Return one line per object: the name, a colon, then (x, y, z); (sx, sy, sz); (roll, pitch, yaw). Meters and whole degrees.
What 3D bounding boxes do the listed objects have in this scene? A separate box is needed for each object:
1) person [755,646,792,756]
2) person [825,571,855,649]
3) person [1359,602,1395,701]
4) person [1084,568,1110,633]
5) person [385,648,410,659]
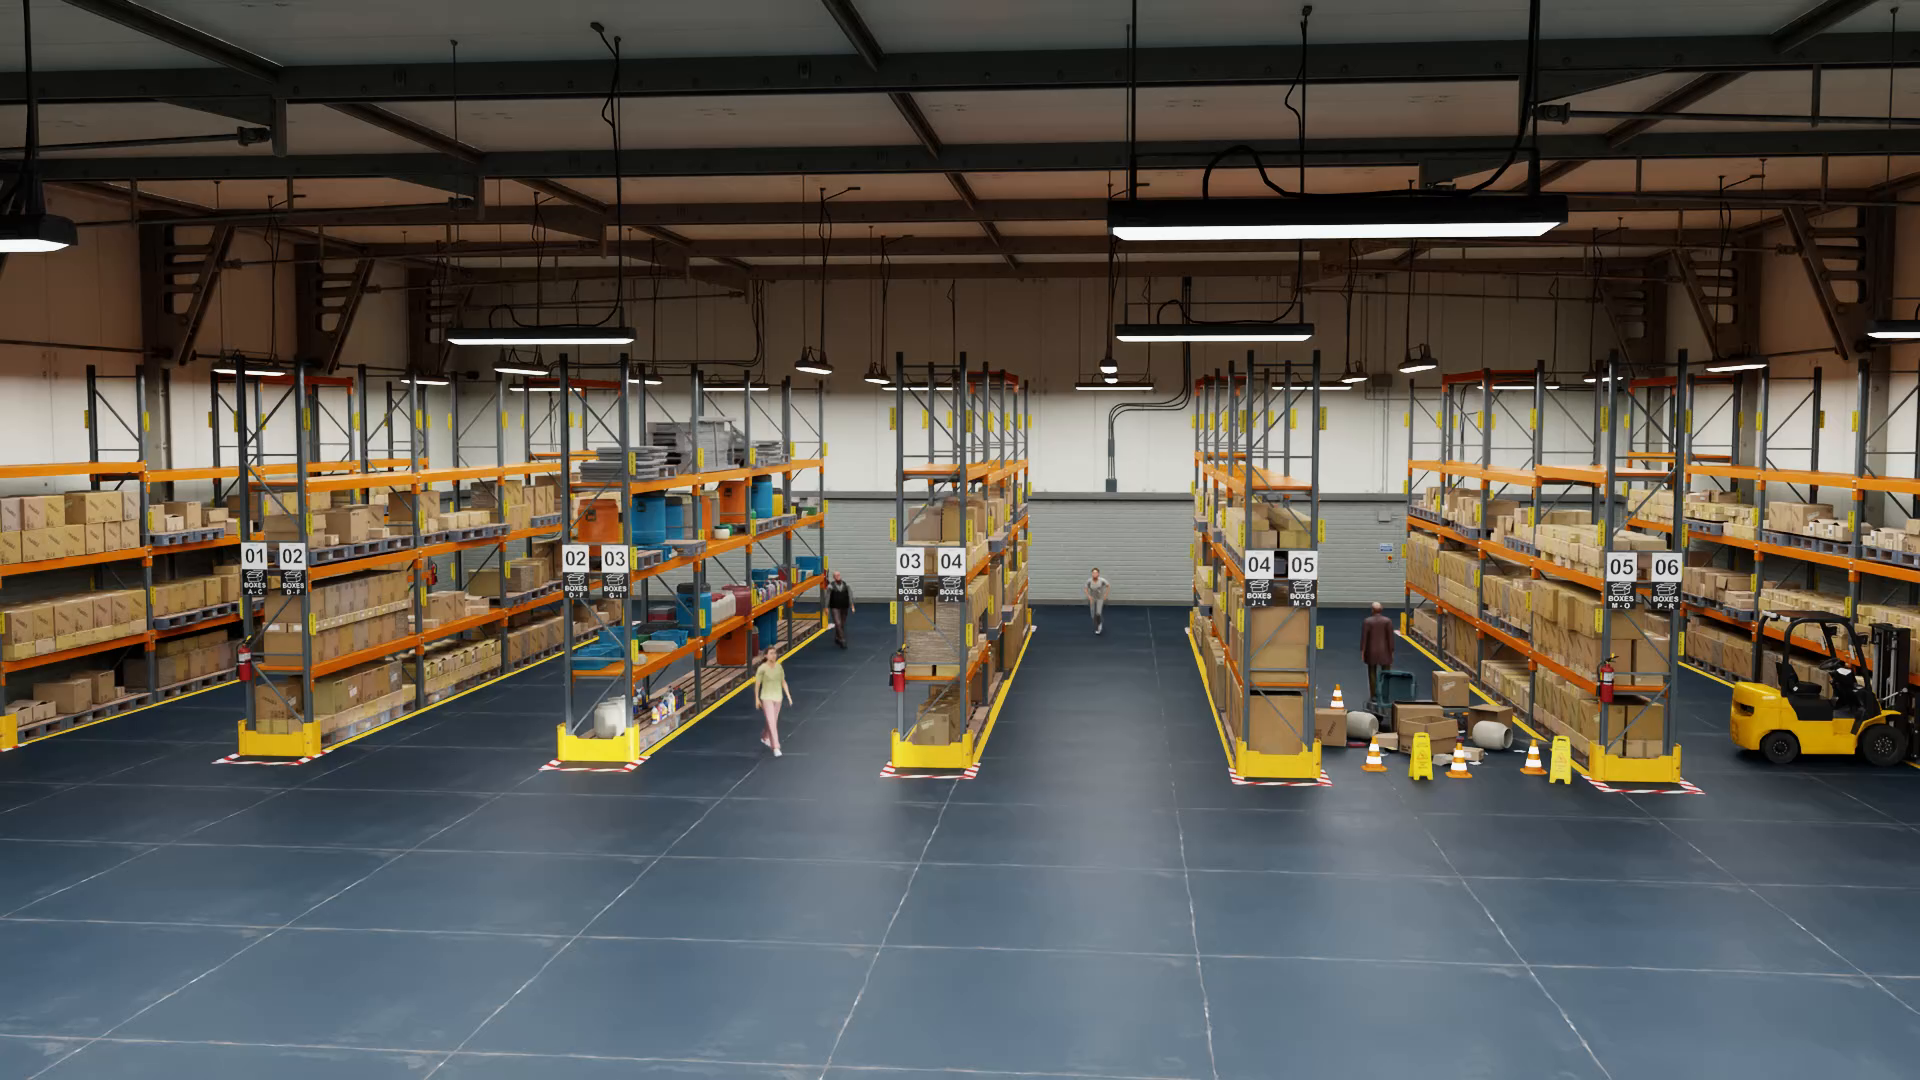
person: (-2.832, 2.394, 25.067); (0.506, 1.602, 1.105); (-2, 5, -29)
person: (-2.645, 1.529, 36.868); (0.605, 1.672, 0.951); (-2, 4, -22)
person: (7.481, 2.001, 29.832); (0.618, 1.776, 0.591); (1, 4, 9)
person: (3.247, 1.430, 39.229); (0.589, 1.579, 0.697); (1, 4, 16)
person: (-11.044, 1.807, 32.562); (0.663, 1.700, 1.066); (0, 4, 4)
